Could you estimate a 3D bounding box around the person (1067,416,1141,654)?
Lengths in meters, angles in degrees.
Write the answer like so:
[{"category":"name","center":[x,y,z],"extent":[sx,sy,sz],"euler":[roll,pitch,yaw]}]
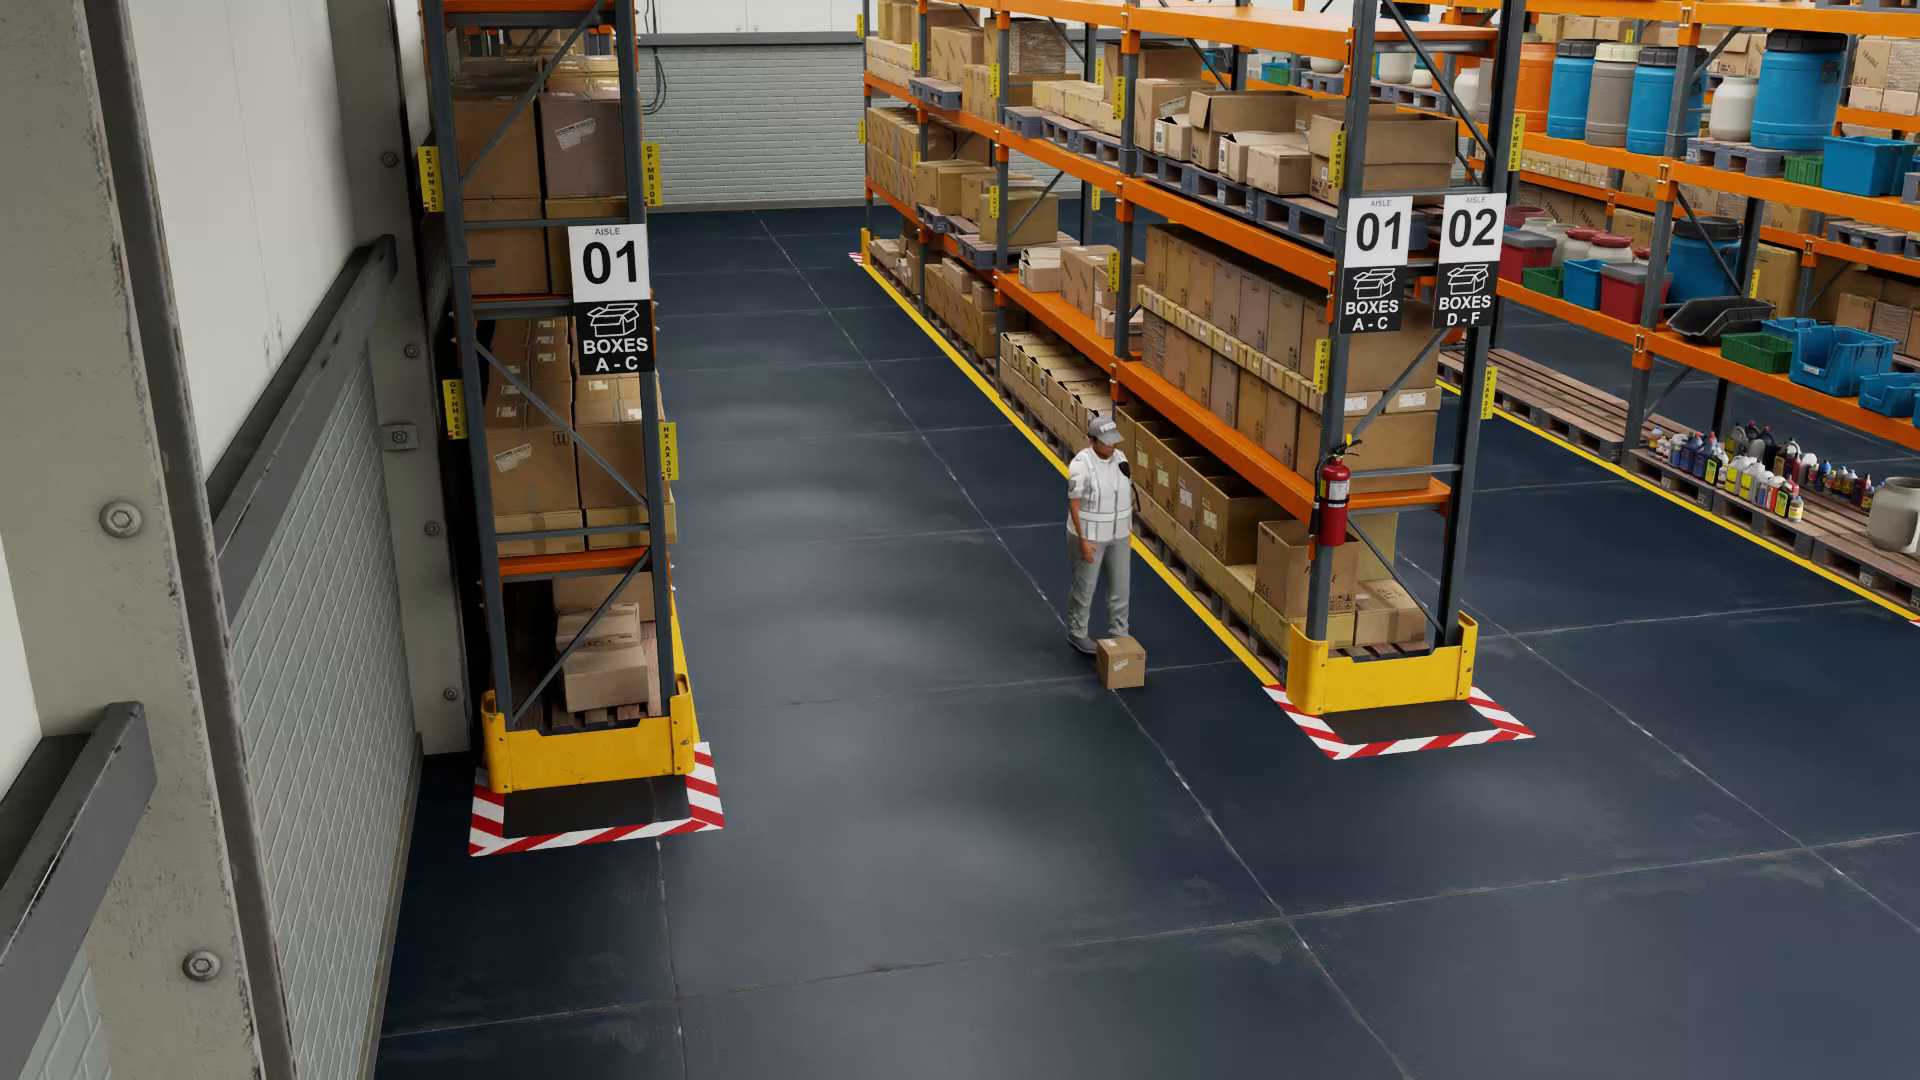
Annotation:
[{"category":"person","center":[0.963,-0.008,11.089],"extent":[0.495,1.683,0.503],"euler":[-10,22,-27]}]
